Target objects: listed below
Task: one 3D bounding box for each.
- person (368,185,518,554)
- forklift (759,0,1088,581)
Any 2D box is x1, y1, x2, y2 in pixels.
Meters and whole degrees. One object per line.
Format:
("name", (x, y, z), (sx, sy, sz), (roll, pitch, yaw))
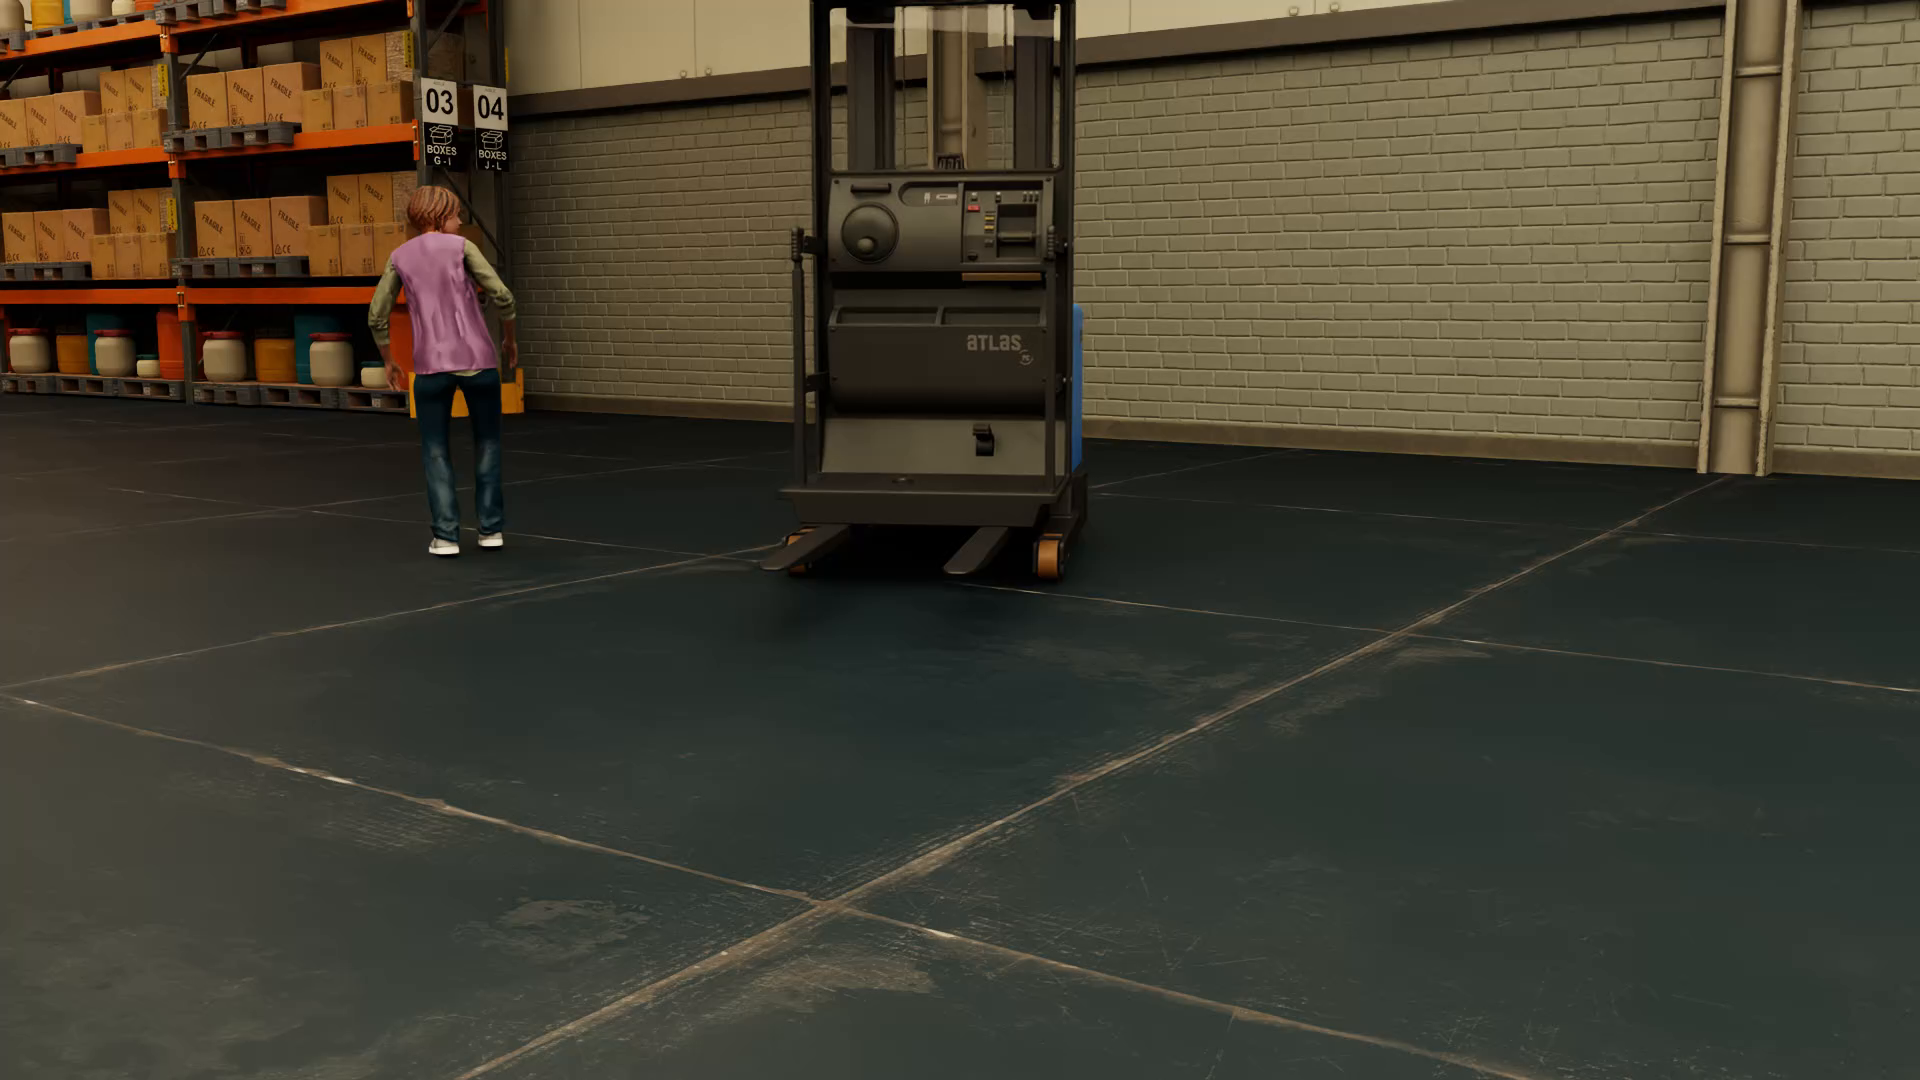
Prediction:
("person", (-2.208, -0.722, 7.145), (0.611, 1.571, 0.446), (-2, 8, -12))
("forklift", (-0.106, -1.343, 6.636), (1.130, 2.935, 3.031), (1, 8, 8))
